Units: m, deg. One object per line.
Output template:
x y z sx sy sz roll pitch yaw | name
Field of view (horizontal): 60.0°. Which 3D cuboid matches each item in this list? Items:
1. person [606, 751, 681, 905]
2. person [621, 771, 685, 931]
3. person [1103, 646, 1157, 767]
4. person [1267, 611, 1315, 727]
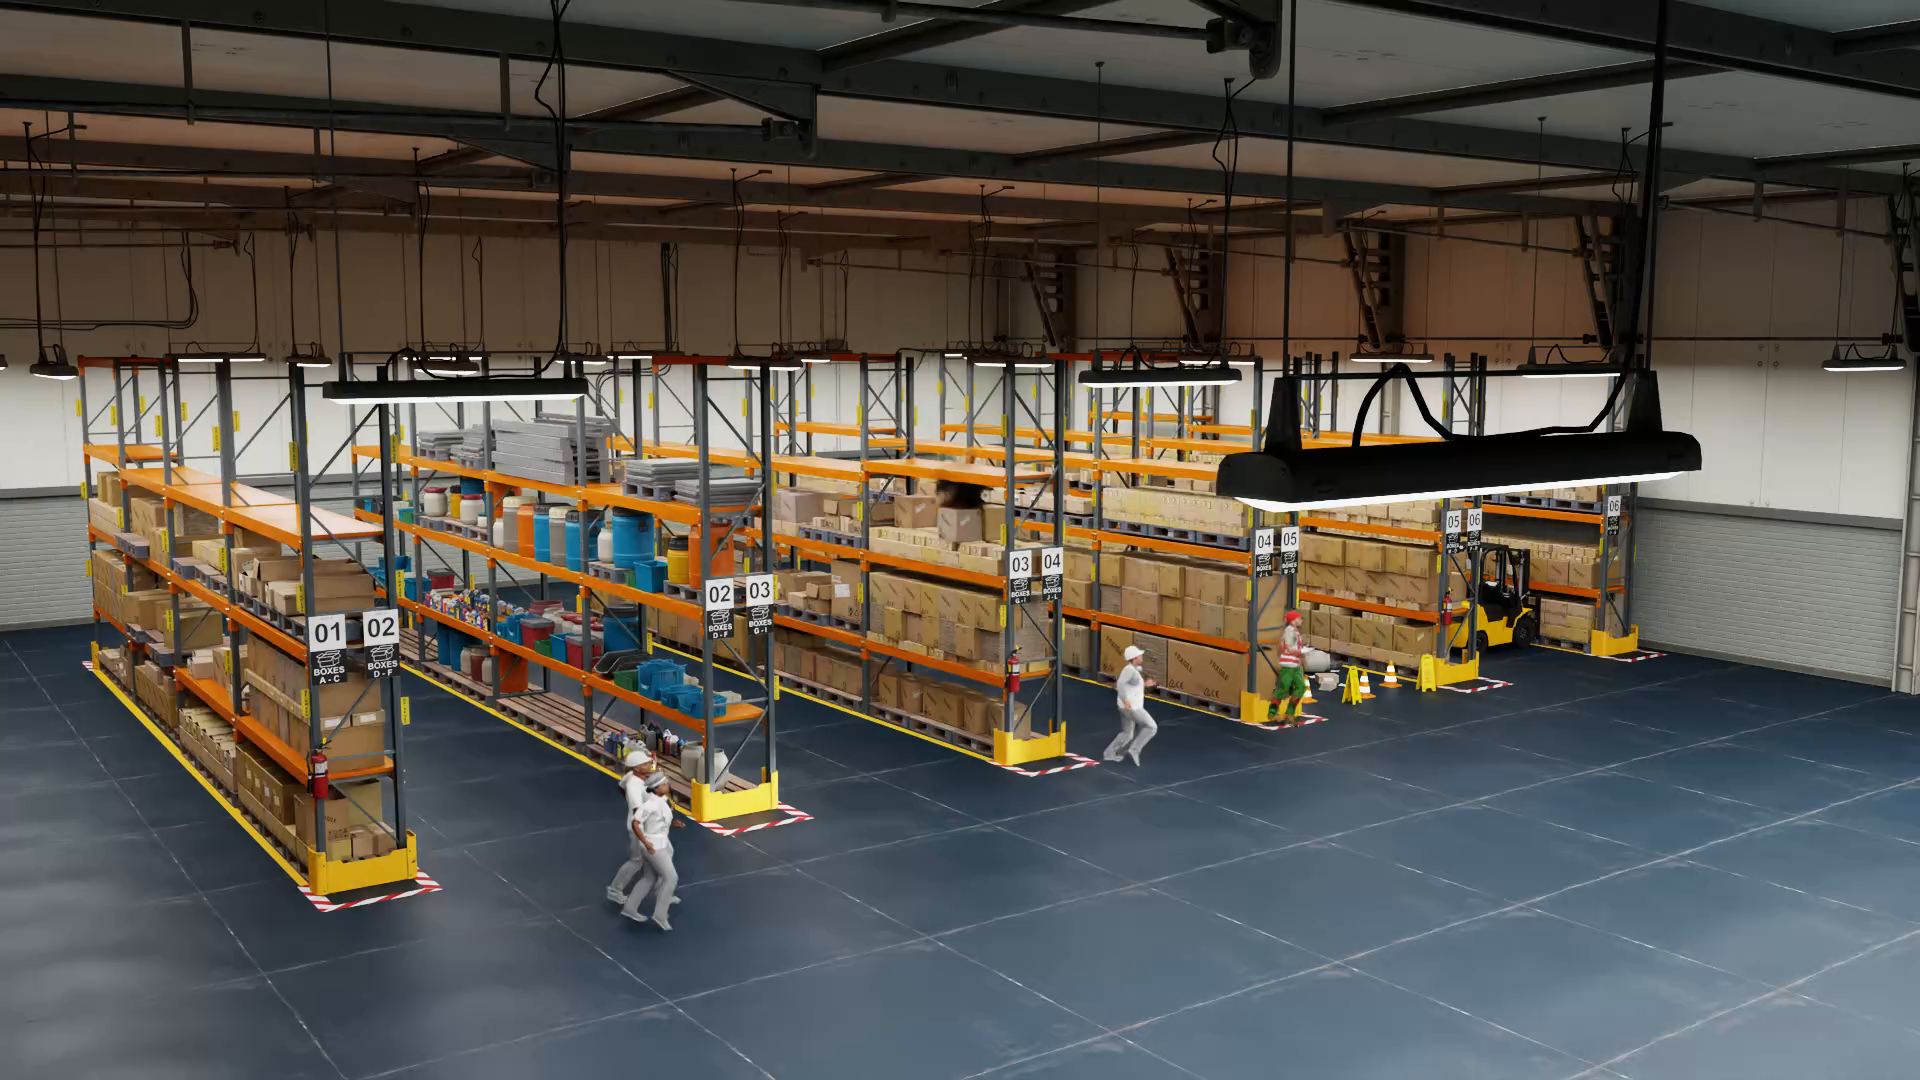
-3.549 3.223 18.575 0.805 1.792 0.704 0 7 -1 | person
-3.320 3.346 17.922 0.703 1.777 0.590 -1 7 -5 | person
2.431 2.385 23.818 0.775 1.736 0.629 -1 7 -6 | person
5.282 2.045 26.409 0.707 1.858 0.655 3 7 20 | person
